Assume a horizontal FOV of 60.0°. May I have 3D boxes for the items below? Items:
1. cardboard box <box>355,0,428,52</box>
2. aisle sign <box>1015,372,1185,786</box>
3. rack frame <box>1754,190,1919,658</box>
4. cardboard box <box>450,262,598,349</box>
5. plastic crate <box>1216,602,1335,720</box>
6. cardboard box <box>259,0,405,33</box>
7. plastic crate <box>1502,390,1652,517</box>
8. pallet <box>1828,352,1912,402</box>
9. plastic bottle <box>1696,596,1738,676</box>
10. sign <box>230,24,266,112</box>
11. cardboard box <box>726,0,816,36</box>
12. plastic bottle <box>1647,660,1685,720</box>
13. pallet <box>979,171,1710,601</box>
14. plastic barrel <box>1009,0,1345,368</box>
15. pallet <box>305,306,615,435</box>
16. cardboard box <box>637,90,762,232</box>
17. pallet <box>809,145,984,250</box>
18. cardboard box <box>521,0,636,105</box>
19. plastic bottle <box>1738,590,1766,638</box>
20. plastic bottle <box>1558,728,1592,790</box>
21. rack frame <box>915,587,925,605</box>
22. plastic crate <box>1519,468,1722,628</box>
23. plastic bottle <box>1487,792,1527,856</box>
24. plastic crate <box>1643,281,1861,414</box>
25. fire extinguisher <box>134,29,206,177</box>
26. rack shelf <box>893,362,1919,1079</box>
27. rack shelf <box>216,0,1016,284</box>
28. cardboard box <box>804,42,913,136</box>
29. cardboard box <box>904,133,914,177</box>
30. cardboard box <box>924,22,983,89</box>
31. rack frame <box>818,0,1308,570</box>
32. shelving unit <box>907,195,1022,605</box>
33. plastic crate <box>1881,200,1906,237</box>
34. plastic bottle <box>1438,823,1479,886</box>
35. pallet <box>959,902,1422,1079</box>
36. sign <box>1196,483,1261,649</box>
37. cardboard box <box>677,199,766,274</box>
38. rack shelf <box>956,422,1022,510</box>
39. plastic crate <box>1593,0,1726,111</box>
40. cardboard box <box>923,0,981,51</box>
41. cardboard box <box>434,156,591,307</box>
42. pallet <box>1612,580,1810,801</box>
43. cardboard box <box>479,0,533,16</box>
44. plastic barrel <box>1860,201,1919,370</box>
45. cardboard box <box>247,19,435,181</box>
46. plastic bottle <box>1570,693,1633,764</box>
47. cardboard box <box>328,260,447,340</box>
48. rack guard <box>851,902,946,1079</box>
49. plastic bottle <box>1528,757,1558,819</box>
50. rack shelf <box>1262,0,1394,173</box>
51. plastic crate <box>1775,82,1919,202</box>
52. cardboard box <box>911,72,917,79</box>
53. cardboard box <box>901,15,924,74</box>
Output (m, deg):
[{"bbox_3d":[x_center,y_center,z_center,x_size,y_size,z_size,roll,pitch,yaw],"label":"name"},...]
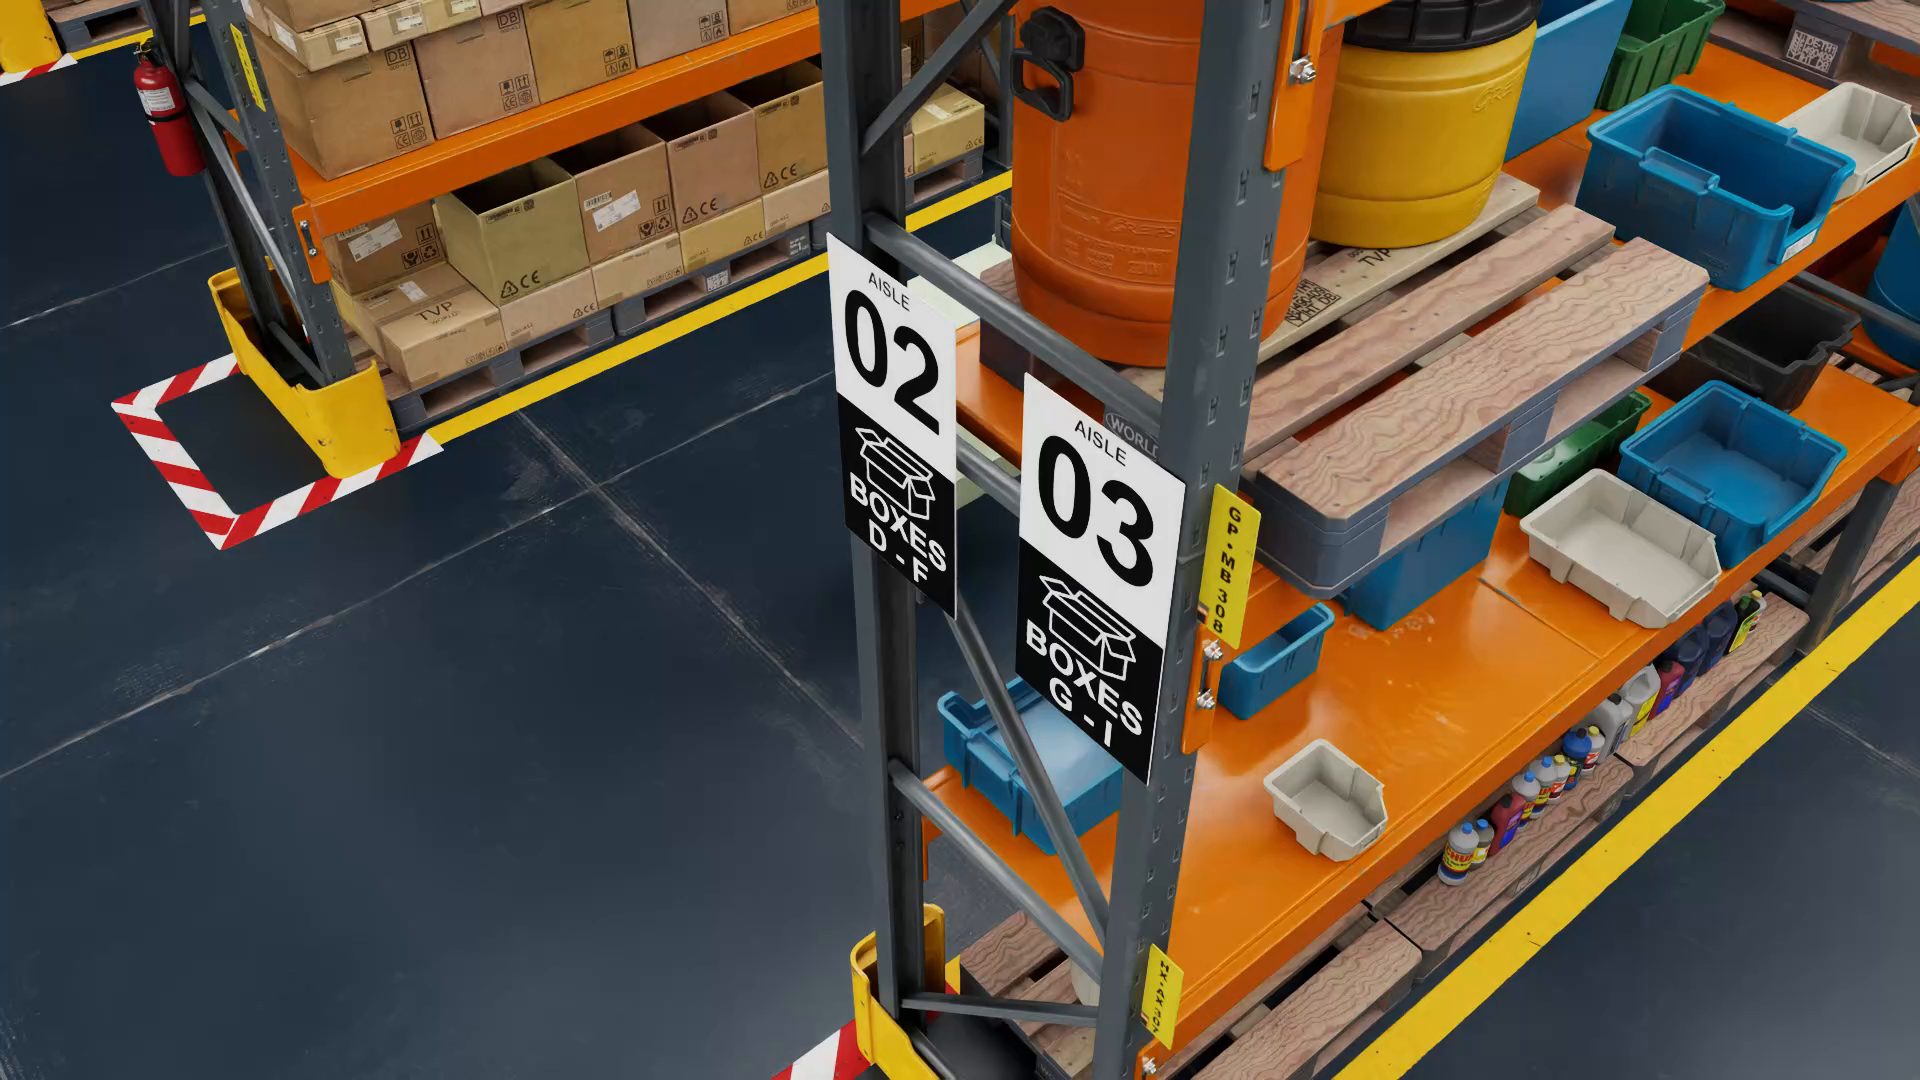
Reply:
[{"bbox_3d":[-2.425,-2.197,6.905,0.250,0.149,0.380,-31,51,-29],"label":"cardboard box"},{"bbox_3d":[0.243,0.093,3.114,0.004,0.787,0.394,-30,51,-28],"label":"aisle sign"},{"bbox_3d":[3.178,-0.901,6.072,0.127,3.000,1.000,-30,51,-28],"label":"rack frame"},{"bbox_3d":[-2.130,-1.238,8.133,0.500,0.250,0.500,-30,51,-28],"label":"cardboard box"},{"bbox_3d":[0.804,0.250,4.954,0.408,0.251,0.499,-30,51,-28],"label":"plastic crate"},{"bbox_3d":[-2.658,-2.478,6.731,0.500,0.500,0.700,-30,51,-28],"label":"cardboard box"},{"bbox_3d":[1.956,-0.376,5.668,0.662,0.188,0.450,-30,51,-28],"label":"plastic crate"},{"bbox_3d":[4.692,-0.789,7.990,1.213,0.211,1.003,-30,51,-28],"label":"pallet"},{"bbox_3d":[2.869,0.338,6.366,0.185,0.351,0.144,-31,51,-29],"label":"plastic bottle"},{"bbox_3d":[-2.713,-1.798,6.336,0.005,0.325,0.100,-30,51,-28],"label":"sign"},{"bbox_3d":[-1.121,-2.889,8.116,0.500,0.500,0.700,-29,50,-27],"label":"cardboard box"},{"bbox_3d":[2.624,0.540,6.200,0.133,0.283,0.061,-26,49,-25],"label":"plastic bottle"},{"bbox_3d":[0.808,-0.481,3.572,1.213,0.211,1.003,-30,51,-28],"label":"pallet"},{"bbox_3d":[0.401,-0.828,3.182,0.708,0.830,0.600,-30,51,-28],"label":"plastic barrel"},{"bbox_3d":[-2.505,-1.089,8.309,1.213,0.211,1.003,-30,51,-28],"label":"pallet"},{"bbox_3d":[-1.359,-1.948,8.340,0.500,0.500,0.500,-30,51,-28],"label":"cardboard box"},{"bbox_3d":[-0.634,-2.160,9.450,1.213,0.211,1.003,-30,51,-28],"label":"pallet"},{"bbox_3d":[-1.914,-2.430,7.627,0.500,0.500,0.700,-29,51,-28],"label":"cardboard box"},{"bbox_3d":[3.100,0.281,6.536,0.097,0.201,0.097,0,43,0],"label":"plastic bottle"},{"bbox_3d":[2.196,0.773,5.961,0.097,0.271,0.097,0,43,0],"label":"plastic bottle"},{"bbox_3d":[-0.286,-0.383,6.616,0.023,1.500,0.400,-30,51,-28],"label":"rack frame"},{"bbox_3d":[2.095,0.041,5.262,0.437,0.136,0.530,-30,51,-28],"label":"plastic crate"},{"bbox_3d":[1.886,0.963,5.750,0.133,0.283,0.061,-29,50,-27],"label":"plastic bottle"},{"bbox_3d":[2.695,-0.716,5.920,0.504,0.338,0.767,-30,51,-28],"label":"plastic crate"},{"bbox_3d":[-3.454,-1.911,7.204,0.183,0.674,0.296,-30,51,-28],"label":"fire extinguisher"},{"bbox_3d":[1.644,0.239,5.383,4.000,0.370,1.077,-30,51,-28],"label":"rack shelf"},{"bbox_3d":[-1.531,-2.363,8.155,4.000,0.370,1.077,-30,51,-28],"label":"rack shelf"},{"bbox_3d":[-0.603,-2.396,8.818,0.500,0.500,0.500,-30,51,-28],"label":"cardboard box"},{"bbox_3d":[-0.602,-2.122,9.074,0.500,0.250,0.500,-30,51,-28],"label":"cardboard box"},{"bbox_3d":[0.135,-2.989,9.997,0.500,0.250,0.500,-30,51,-28],"label":"cardboard box"},{"bbox_3d":[0.110,-1.331,2.148,0.127,3.000,1.000,-30,51,-28],"label":"rack frame"},{"bbox_3d":[-0.005,-0.544,6.787,0.755,1.500,0.431,-30,51,-28],"label":"shelving unit"},{"bbox_3d":[3.825,-1.543,6.768,0.575,0.384,0.392,-30,51,-28],"label":"plastic crate"},{"bbox_3d":[1.701,1.057,5.659,0.097,0.271,0.097,0,43,0],"label":"plastic bottle"},{"bbox_3d":[0.765,1.460,5.595,1.213,0.211,1.003,-30,51,-28],"label":"pallet"},{"bbox_3d":[0.460,0.050,2.862,0.005,0.325,0.100,-30,51,-28],"label":"sign"},{"bbox_3d":[-1.359,-1.675,8.598,0.500,0.250,0.500,-30,51,-28],"label":"cardboard box"},{"bbox_3d":[-0.005,-0.306,7.010,0.720,0.370,0.431,-30,51,-28],"label":"rack shelf"},{"bbox_3d":[1.793,-1.368,4.532,0.450,0.188,0.336,-30,51,-28],"label":"plastic crate"},{"bbox_3d":[0.130,-3.188,9.799,0.500,0.311,0.500,-30,51,-28],"label":"cardboard box"},{"bbox_3d":[-2.129,-1.511,7.875,0.500,0.500,0.500,-30,51,-28],"label":"cardboard box"},{"bbox_3d":[2.637,0.388,6.736,1.213,0.211,1.003,-30,51,-28],"label":"pallet"},{"bbox_3d":[-2.038,-2.415,7.137,0.250,0.149,0.380,-31,51,-28],"label":"cardboard box"},{"bbox_3d":[3.669,-1.095,5.912,0.708,0.901,0.600,-30,51,-28],"label":"plastic barrel"},{"bbox_3d":[-2.699,-1.982,7.150,0.500,0.500,0.700,-30,51,-28],"label":"cardboard box"},{"bbox_3d":[2.347,0.661,6.077,0.135,0.276,0.152,-29,50,-27],"label":"plastic bottle"},{"bbox_3d":[-2.843,-1.289,8.187,0.500,0.250,0.500,-30,51,-28],"label":"cardboard box"},{"bbox_3d":[0.138,1.709,5.119,0.348,0.500,1.175,-30,51,-28],"label":"rack guard"},{"bbox_3d":[2.041,0.862,5.866,0.097,0.271,0.097,0,43,0],"label":"plastic bottle"},{"bbox_3d":[1.644,-1.802,3.466,4.000,0.370,1.077,-30,51,-28],"label":"rack shelf"},{"bbox_3d":[2.207,-0.981,4.159,0.396,0.136,0.243,-30,51,-28],"label":"plastic crate"},{"bbox_3d":[-0.547,-2.610,9.594,0.500,0.250,0.500,-30,51,-28],"label":"cardboard box"},{"bbox_3d":[-0.553,-2.889,9.343,0.500,0.500,0.500,-30,51,-28],"label":"cardboard box"}]
